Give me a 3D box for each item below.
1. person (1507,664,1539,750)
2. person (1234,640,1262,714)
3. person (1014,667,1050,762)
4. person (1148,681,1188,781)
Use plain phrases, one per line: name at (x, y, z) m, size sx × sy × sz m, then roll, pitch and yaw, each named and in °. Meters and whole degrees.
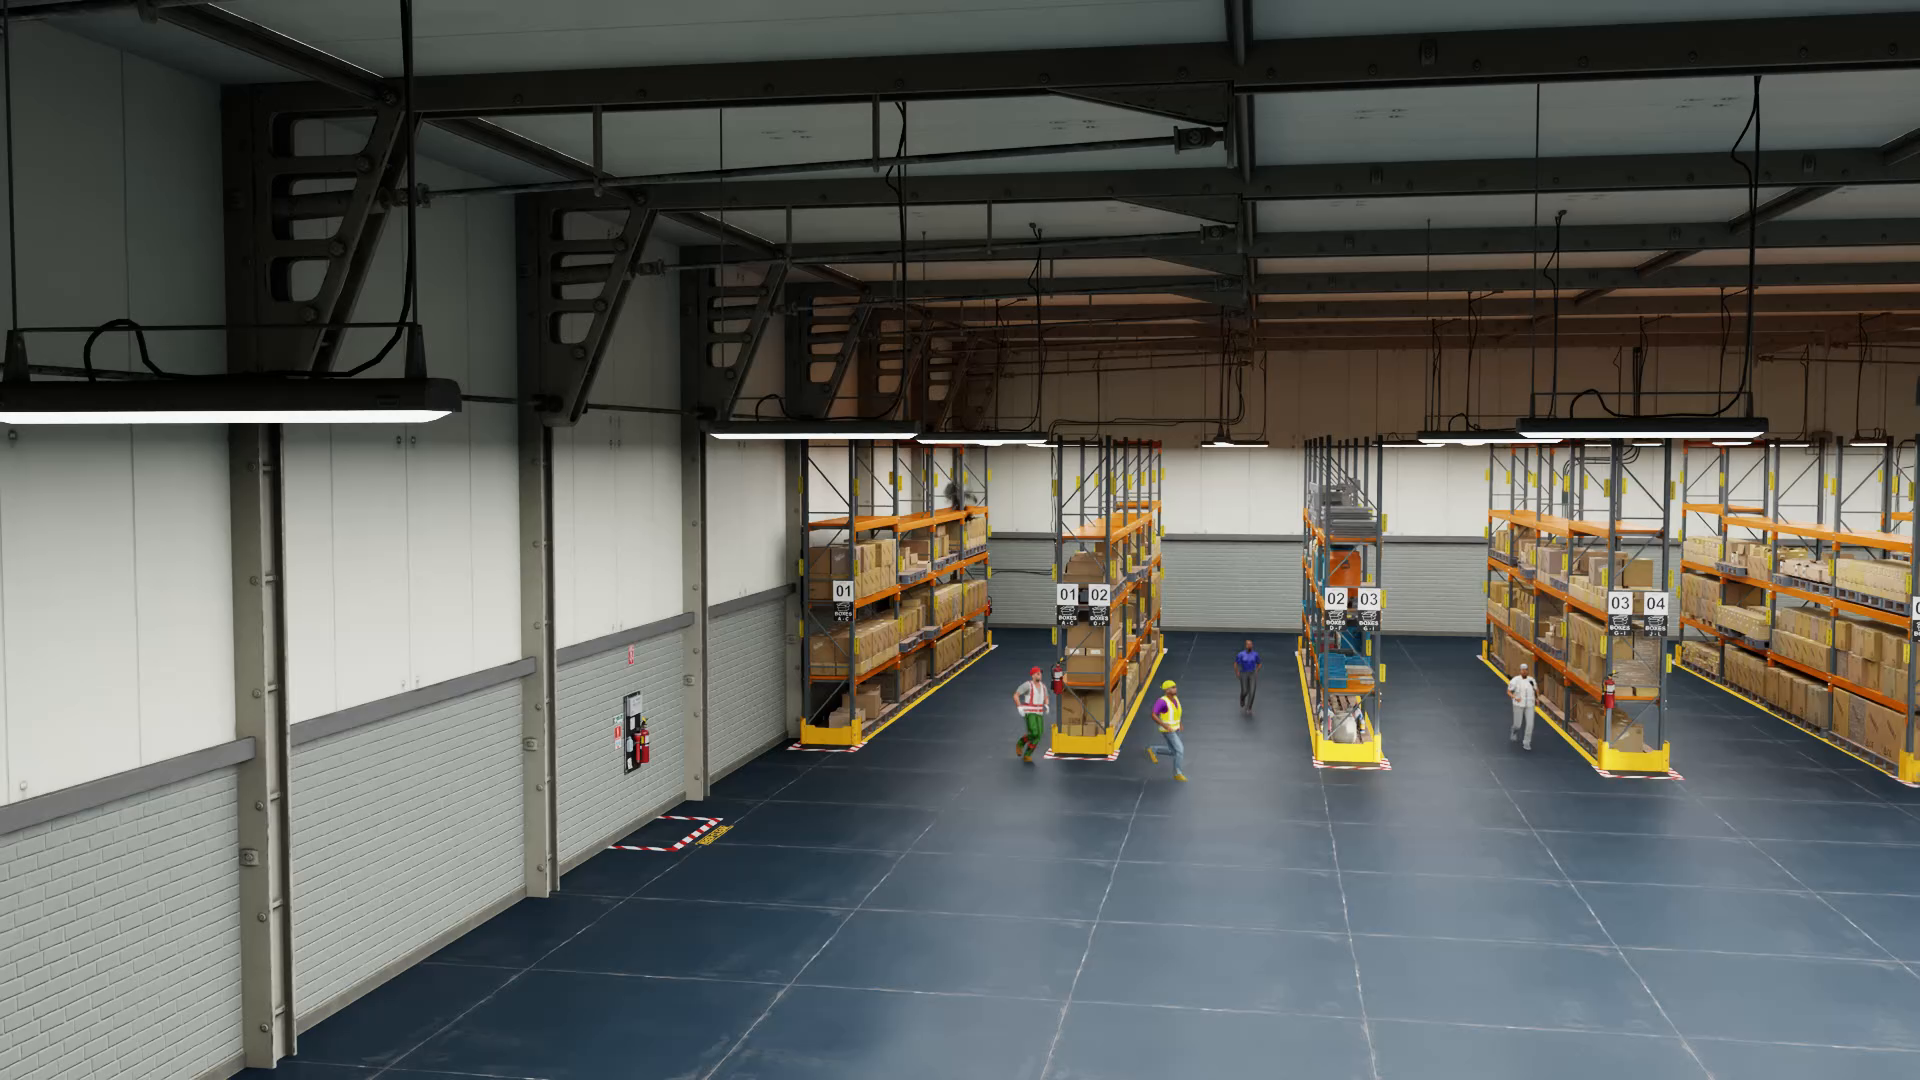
person at (10.835, 3.182, 31.953) m, size 0.613 × 1.621 × 0.685 m, roll 0°, pitch 3°, yaw 5°
person at (6.267, 2.968, 36.123) m, size 0.588 × 1.606 × 0.563 m, roll 0°, pitch 3°, yaw 1°
person at (1.379, 3.205, 30.651) m, size 0.708 × 1.725 × 0.546 m, roll -3°, pitch 4°, yaw -39°
person at (3.619, 3.311, 29.016) m, size 0.837 × 1.737 × 0.700 m, roll 2°, pitch 4°, yaw 33°
